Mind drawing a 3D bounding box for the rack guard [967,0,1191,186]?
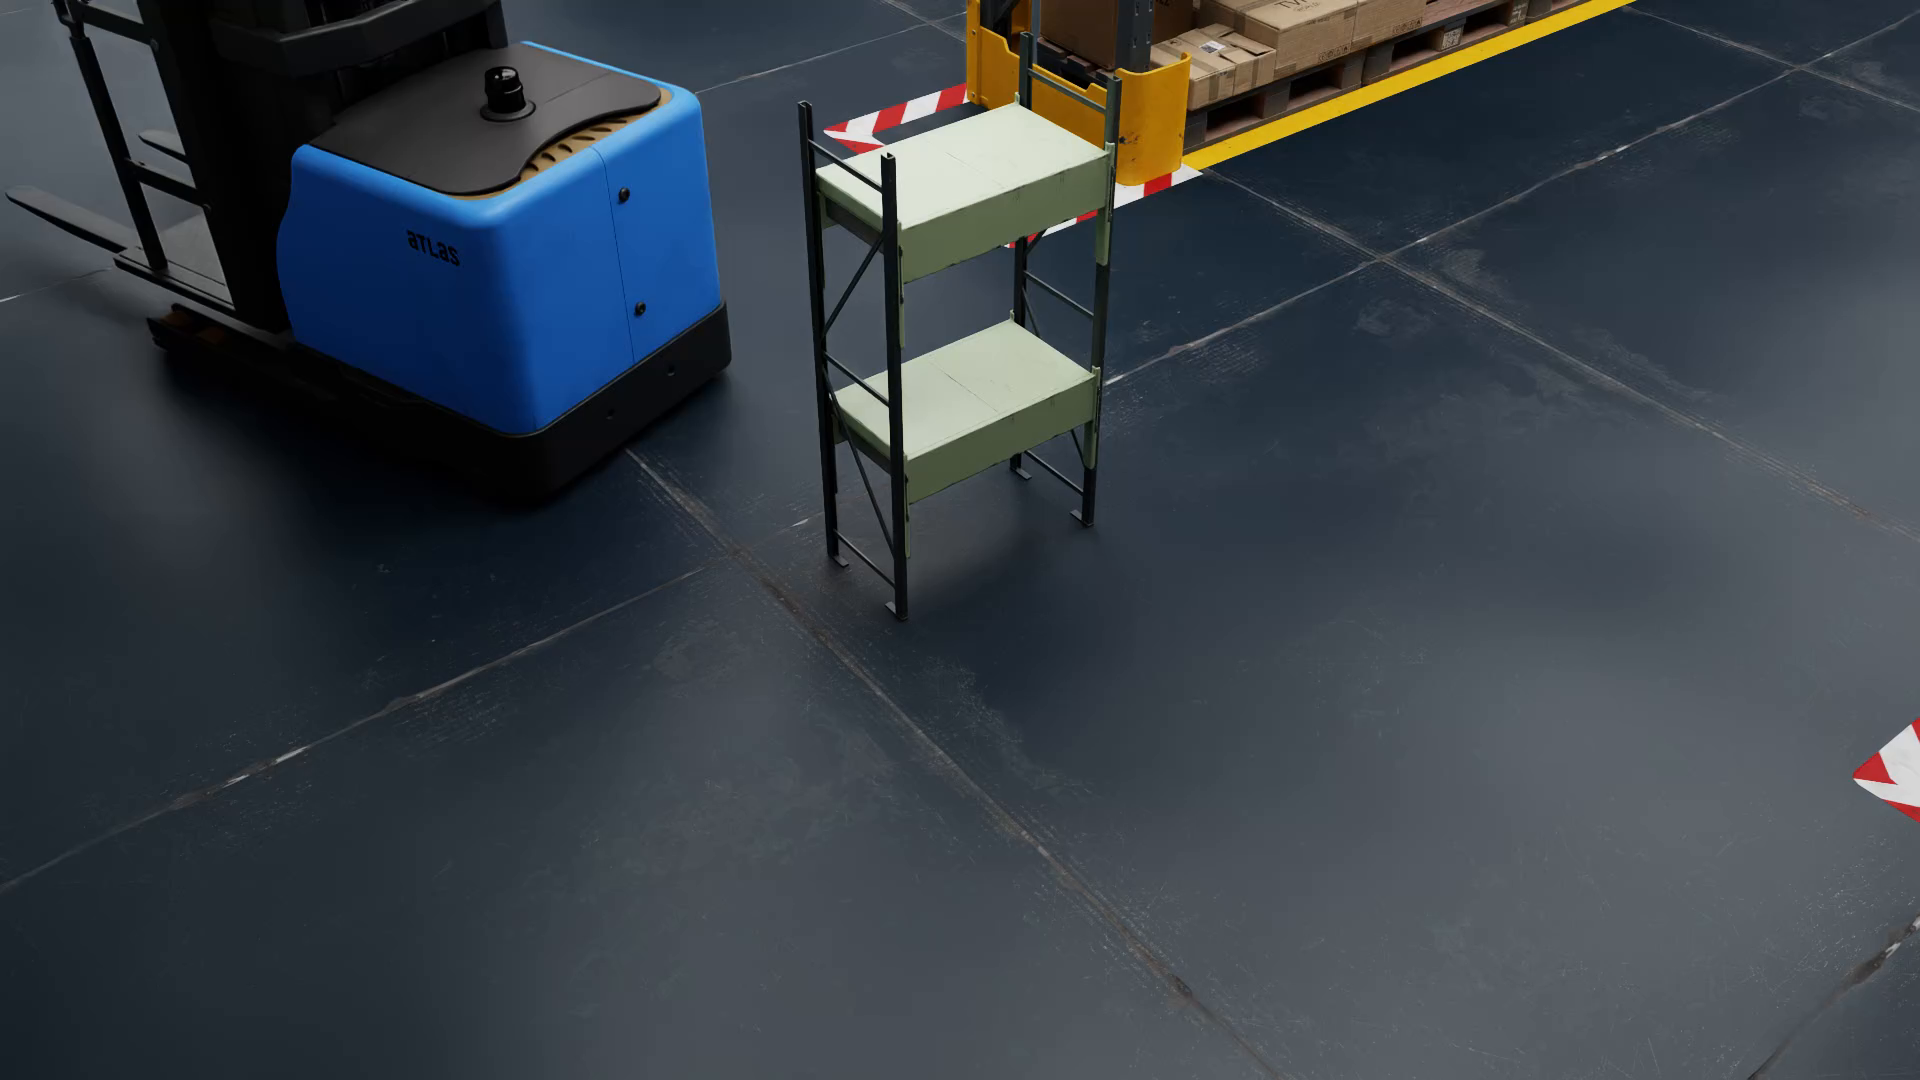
[{"bbox_3d":[0.496,-2.045,7.348,0.348,0.500,1.175,-26,46,-28],"label":"rack guard"}]

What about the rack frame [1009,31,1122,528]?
[{"bbox_3d":[0.295,-0.724,4.950,0.023,1.500,0.400,-26,46,-28],"label":"rack frame"}]

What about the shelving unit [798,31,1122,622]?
[{"bbox_3d":[0.005,-0.582,4.777,0.755,1.500,0.431,-26,46,-28],"label":"shelving unit"}]

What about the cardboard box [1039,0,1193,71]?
[{"bbox_3d":[0.717,-2.519,7.580,0.500,0.500,0.500,-26,46,-28],"label":"cardboard box"}]

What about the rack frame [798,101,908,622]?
[{"bbox_3d":[-0.285,-0.441,4.605,0.023,1.500,0.400,-26,46,-28],"label":"rack frame"}]

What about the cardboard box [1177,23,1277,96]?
[{"bbox_3d":[1.176,-2.142,7.383,0.250,0.166,0.380,-26,46,-28],"label":"cardboard box"}]

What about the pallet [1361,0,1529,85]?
[{"bbox_3d":[2.094,-2.710,8.388,1.213,0.211,1.003,-26,46,-28],"label":"pallet"}]

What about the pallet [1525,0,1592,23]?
[{"bbox_3d":[3.062,-3.185,8.966,1.213,0.211,1.003,-26,46,-28],"label":"pallet"}]

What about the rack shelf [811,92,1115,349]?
[{"bbox_3d":[0.005,-0.884,4.530,0.720,0.370,0.431,-26,46,-28],"label":"rack shelf"}]

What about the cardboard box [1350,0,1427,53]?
[{"bbox_3d":[1.833,-2.543,7.806,0.500,0.250,0.500,-26,46,-28],"label":"cardboard box"}]

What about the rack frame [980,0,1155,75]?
[{"bbox_3d":[0.436,-2.982,6.520,0.127,3.000,1.000,-26,46,-28],"label":"rack frame"}]

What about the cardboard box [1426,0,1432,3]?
[{"bbox_3d":[2.121,-3.004,8.168,0.637,0.503,0.797,-26,46,-28],"label":"cardboard box"}]

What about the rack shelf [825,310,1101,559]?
[{"bbox_3d":[0.005,-0.330,4.984,0.720,0.370,0.431,-26,46,-28],"label":"rack shelf"}]

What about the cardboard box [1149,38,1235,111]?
[{"bbox_3d":[0.977,-2.039,7.271,0.250,0.149,0.380,-26,46,-28],"label":"cardboard box"}]

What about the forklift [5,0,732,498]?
[{"bbox_3d":[-2.327,-1.988,5.362,3.031,2.935,1.130,22,44,25],"label":"forklift"}]

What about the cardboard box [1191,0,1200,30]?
[{"bbox_3d":[1.093,-2.502,7.822,0.250,0.166,0.380,-26,46,-28],"label":"cardboard box"}]

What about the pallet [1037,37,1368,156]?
[{"bbox_3d":[1.128,-2.241,7.816,1.213,0.211,1.003,-26,46,-28],"label":"pallet"}]

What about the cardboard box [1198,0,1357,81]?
[{"bbox_3d":[1.436,-2.349,7.570,0.500,0.250,0.500,-26,46,-28],"label":"cardboard box"}]
